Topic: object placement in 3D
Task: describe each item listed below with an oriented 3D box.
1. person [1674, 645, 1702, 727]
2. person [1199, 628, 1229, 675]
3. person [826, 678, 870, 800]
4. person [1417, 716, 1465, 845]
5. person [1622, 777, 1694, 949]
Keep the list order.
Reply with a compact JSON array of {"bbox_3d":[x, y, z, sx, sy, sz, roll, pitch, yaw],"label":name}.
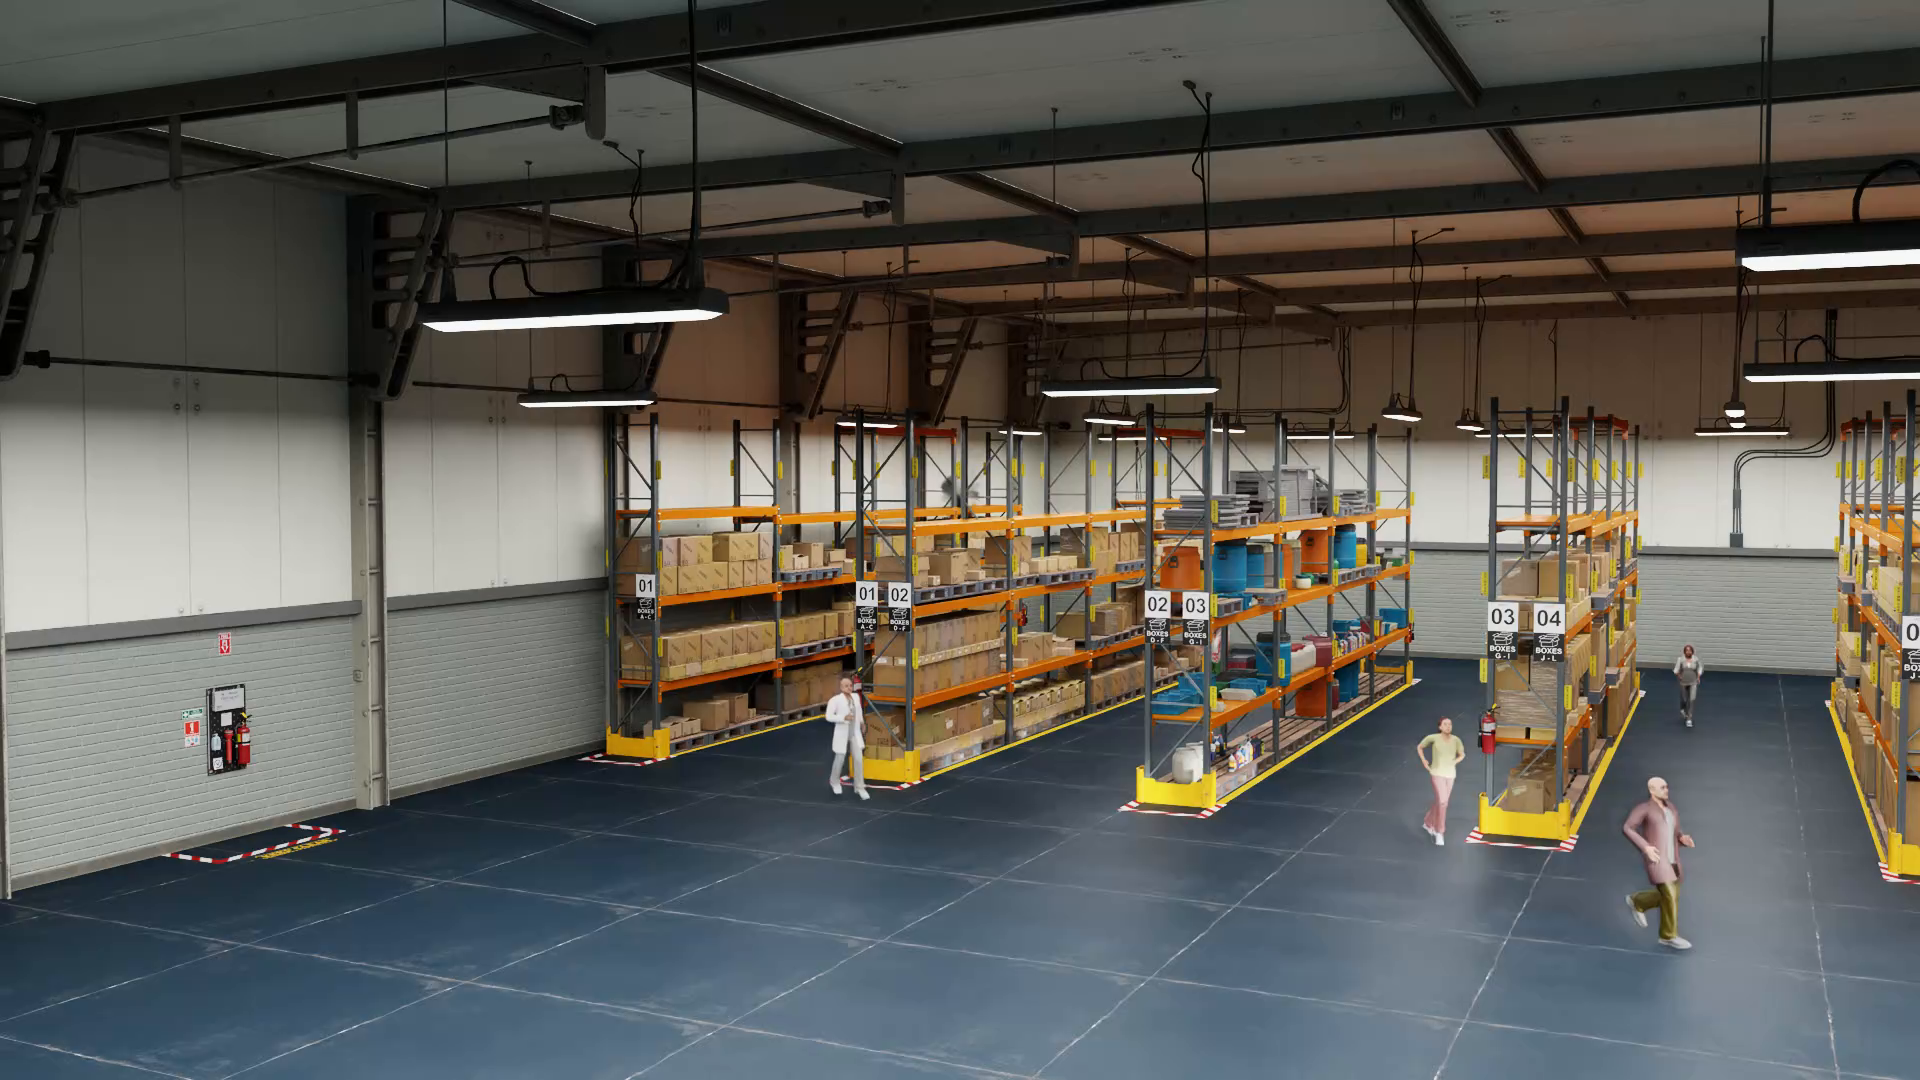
[{"bbox_3d":[14.309,2.839,32.687,0.525,1.582,0.786,1,3,19],"label":"person"},{"bbox_3d":[5.456,2.623,35.883,0.645,1.738,0.598,1,3,19],"label":"person"},{"bbox_3d":[-1.731,3.011,25.410,0.715,1.801,0.933,-1,3,-29],"label":"person"},{"bbox_3d":[6.529,3.233,22.493,0.603,1.735,0.655,0,2,-8],"label":"person"},{"bbox_3d":[7.383,3.386,17.622,0.719,1.742,0.884,-1,3,-29],"label":"person"}]
